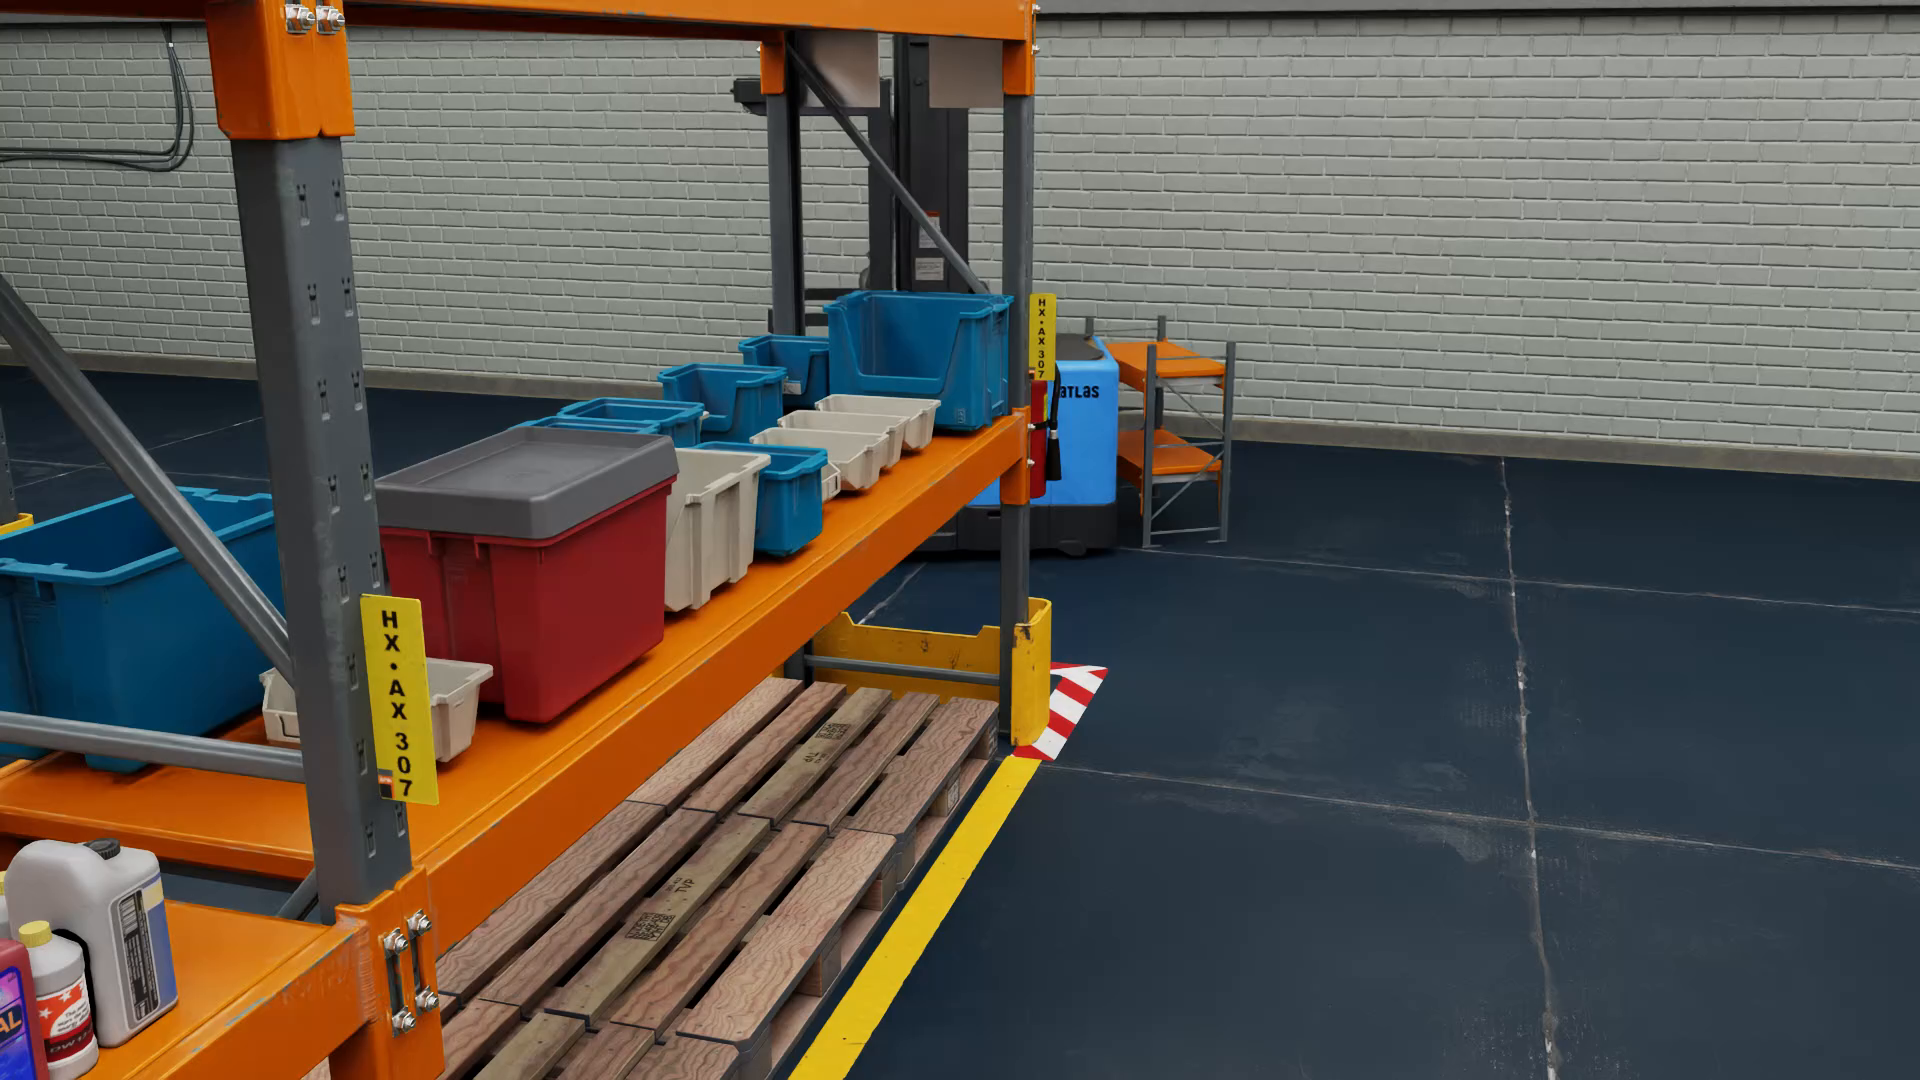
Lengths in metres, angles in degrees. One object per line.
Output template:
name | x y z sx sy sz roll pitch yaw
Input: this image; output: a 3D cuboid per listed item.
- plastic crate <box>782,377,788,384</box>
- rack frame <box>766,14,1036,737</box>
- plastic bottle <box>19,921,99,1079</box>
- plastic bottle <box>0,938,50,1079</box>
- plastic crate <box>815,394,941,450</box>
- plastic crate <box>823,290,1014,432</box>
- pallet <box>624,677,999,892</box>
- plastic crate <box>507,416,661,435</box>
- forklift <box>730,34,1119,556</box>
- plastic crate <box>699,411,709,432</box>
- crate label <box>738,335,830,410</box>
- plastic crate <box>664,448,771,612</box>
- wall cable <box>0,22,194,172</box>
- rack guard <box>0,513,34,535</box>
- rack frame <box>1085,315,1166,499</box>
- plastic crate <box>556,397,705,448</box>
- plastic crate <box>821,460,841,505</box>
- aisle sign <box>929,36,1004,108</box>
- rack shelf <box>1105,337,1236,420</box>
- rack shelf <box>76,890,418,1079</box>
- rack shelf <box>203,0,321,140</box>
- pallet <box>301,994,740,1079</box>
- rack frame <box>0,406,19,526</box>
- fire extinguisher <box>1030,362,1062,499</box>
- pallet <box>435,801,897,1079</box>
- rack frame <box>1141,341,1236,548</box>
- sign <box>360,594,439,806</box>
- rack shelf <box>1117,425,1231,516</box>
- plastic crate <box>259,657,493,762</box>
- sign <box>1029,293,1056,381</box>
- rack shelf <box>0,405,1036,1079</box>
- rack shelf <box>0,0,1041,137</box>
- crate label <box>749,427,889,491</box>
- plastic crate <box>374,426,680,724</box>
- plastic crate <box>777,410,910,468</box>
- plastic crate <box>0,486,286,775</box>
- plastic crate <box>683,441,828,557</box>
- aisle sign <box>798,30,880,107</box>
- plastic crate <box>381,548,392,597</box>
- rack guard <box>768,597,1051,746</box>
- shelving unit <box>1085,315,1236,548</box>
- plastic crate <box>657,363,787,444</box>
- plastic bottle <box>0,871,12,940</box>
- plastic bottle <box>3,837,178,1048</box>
plastic crate | -0.781 -0.502 5.975 0.250 0.136 0.298 5 16 16
rack frame | -0.225 -0.716 6.358 1.000 3.000 0.127 5 16 16
plastic bottle | -1.170 0.586 2.129 0.097 0.201 0.097 0 16 0
plastic bottle | -1.186 0.578 2.007 0.061 0.283 0.133 5 16 16
plastic crate | -0.283 -0.391 5.584 0.396 0.136 0.243 5 16 16
plastic crate | -0.141 -0.660 5.985 0.616 0.435 0.499 5 16 16
pallet | -0.497 0.838 5.988 1.003 0.211 1.213 5 16 16
plastic crate | -1.070 -0.203 4.744 0.416 0.233 0.300 5 16 16
forklift | -0.674 -1.429 8.996 3.031 2.935 1.130 0 16 -1
plastic crate | -0.974 -0.324 5.349 0.250 0.136 0.298 5 16 16
crate label | -0.611 -0.626 6.235 0.416 0.233 0.303 5 16 16
plastic crate | -0.751 -0.027 4.035 0.437 0.282 0.530 5 16 16
wall cable | -7.774 -4.329 13.791 3.097 2.526 0.112 5 16 16
rack guard | -4.995 0.121 7.987 1.175 0.500 0.348 5 16 16
rack frame | 0.987 -0.785 10.037 0.500 1.125 0.032 -4 16 -14
plastic crate | -0.985 -0.281 5.020 0.416 0.233 0.300 5 16 16
plastic crate | -0.501 -0.163 4.779 0.298 0.136 0.250 5 16 16
aisle sign | 0.076 -1.963 5.990 0.394 0.787 0.004 5 16 16
rack shelf | 1.117 -0.933 9.484 0.538 0.278 1.000 -4 16 -14
rack shelf | -1.930 1.199 0.922 1.077 0.370 4.000 5 16 16
rack shelf | -1.930 -0.244 0.513 1.077 0.370 4.000 5 16 16
pallet | -1.190 1.476 3.738 1.003 0.211 1.213 5 16 16
rack frame | -4.973 -1.101 7.716 1.000 3.000 0.127 5 16 16
fire extinguisher | 0.254 -0.504 6.434 0.296 0.674 0.183 5 16 16
pallet | -0.845 1.156 4.867 1.003 0.211 1.213 5 16 16
rack frame | 1.246 -0.517 9.091 0.500 1.125 0.032 -4 16 -14
sign | -0.835 0.240 2.479 0.100 0.325 0.005 5 16 16
rack shelf | 1.117 -0.416 9.631 0.538 0.278 1.000 -4 16 -14
plastic crate | -1.092 0.317 3.086 0.396 0.136 0.243 5 16 16
sign | 0.307 -0.756 6.200 0.100 0.325 0.005 5 16 16
rack shelf | -0.793 0.153 4.611 1.077 0.370 4.000 5 16 16
rack shelf | -0.793 -1.290 4.202 1.077 0.370 4.000 5 16 16
crate label | -0.435 -0.242 5.057 0.396 0.136 0.243 5 16 16
plastic crate | -0.868 0.056 3.407 0.402 0.464 0.583 5 16 16
plastic crate | -0.379 -0.316 5.321 0.396 0.136 0.243 5 16 16
plastic crate | -1.556 0.160 3.186 0.392 0.384 0.575 5 16 16
plastic crate | -0.563 -0.108 4.408 0.416 0.233 0.300 5 16 16
aisle sign | -0.489 -2.009 6.151 0.394 0.787 0.004 5 16 16
plastic crate | -1.301 0.120 3.804 0.437 0.125 0.590 5 16 16
rack guard | -0.231 0.479 6.725 1.175 0.500 0.348 5 16 16
shelving unit | 1.117 -0.651 9.564 0.538 1.125 1.048 -4 16 -14
plastic crate | -0.798 -0.453 5.628 0.416 0.233 0.300 5 16 16
plastic bottle | -1.289 0.549 2.261 0.097 0.201 0.097 0 16 0
plastic bottle | -1.164 0.518 2.233 0.152 0.276 0.135 5 16 16
